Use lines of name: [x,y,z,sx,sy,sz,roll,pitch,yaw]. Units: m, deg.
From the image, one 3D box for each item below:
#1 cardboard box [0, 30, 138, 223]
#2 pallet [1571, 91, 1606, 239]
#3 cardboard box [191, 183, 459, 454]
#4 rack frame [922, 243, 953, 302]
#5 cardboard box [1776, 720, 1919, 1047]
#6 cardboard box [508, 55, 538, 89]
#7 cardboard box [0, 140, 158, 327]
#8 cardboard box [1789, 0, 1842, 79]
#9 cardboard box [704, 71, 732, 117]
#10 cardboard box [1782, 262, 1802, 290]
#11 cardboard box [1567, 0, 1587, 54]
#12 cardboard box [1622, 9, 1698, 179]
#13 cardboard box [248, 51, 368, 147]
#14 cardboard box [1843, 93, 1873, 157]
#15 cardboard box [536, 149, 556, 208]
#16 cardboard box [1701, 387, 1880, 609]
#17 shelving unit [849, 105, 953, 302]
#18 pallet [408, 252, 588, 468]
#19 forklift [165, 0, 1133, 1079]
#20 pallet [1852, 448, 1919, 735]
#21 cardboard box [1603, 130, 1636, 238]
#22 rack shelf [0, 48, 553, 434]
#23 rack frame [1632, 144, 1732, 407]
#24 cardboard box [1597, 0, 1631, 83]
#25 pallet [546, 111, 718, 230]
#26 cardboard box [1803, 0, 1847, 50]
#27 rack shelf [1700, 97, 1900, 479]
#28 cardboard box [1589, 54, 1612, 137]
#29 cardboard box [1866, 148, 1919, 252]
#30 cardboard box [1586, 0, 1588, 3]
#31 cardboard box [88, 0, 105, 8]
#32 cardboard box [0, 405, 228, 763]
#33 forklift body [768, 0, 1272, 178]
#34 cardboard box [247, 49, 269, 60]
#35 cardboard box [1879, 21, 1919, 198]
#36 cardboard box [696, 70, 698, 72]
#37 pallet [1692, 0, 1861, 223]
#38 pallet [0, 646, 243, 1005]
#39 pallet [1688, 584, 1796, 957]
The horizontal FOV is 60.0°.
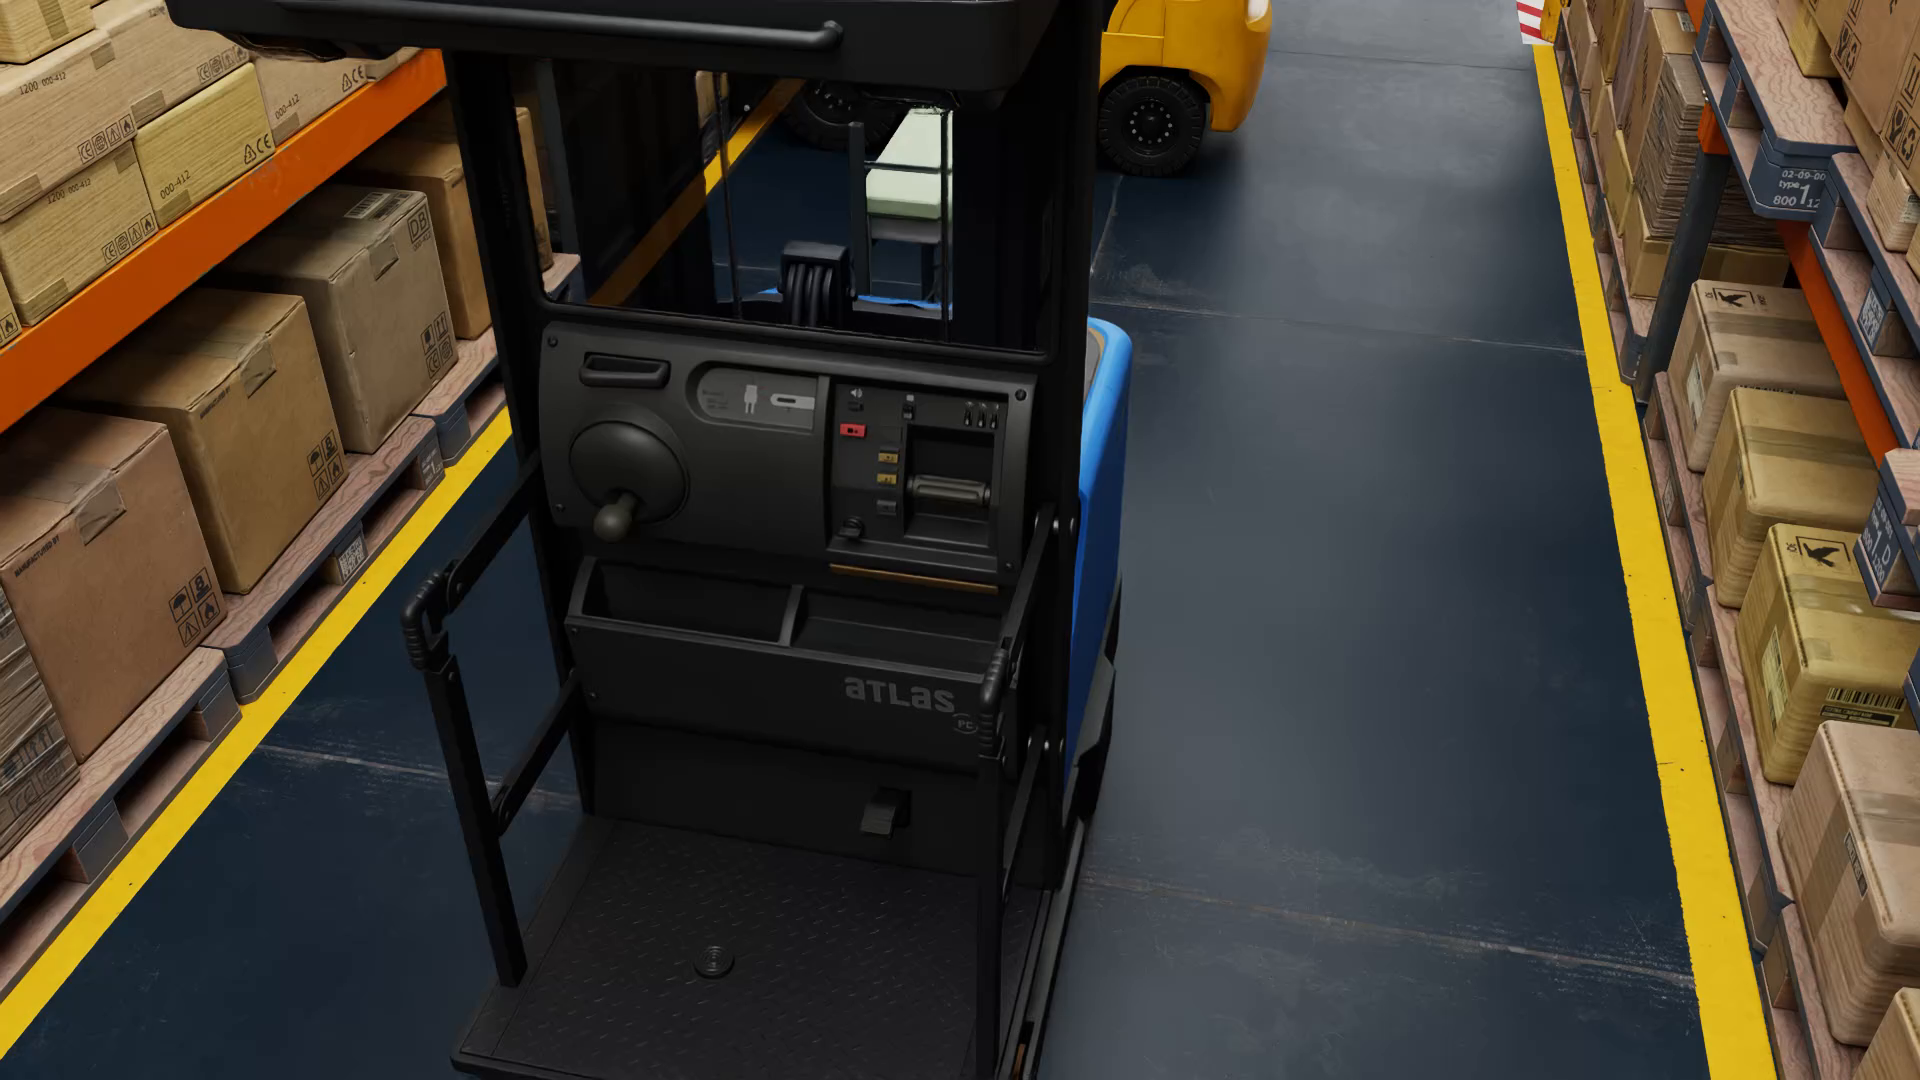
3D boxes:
cardboard box: [-2.229,-0.943,3.697,0.500,0.250,0.500,6,36,9]
pallet: [3.272,-1.628,7.317,1.003,0.211,1.213,7,37,10]
cardboard box: [-2.219,-0.750,5.395,0.875,0.625,0.625,7,37,9]
rack frame: [0.080,-0.821,5.105,0.400,1.500,0.023,7,37,10]
cardboard box: [2.330,0.774,3.507,0.950,0.372,0.625,7,36,9]
cardboard box: [-1.536,-1.986,6.567,0.500,0.250,0.500,7,36,9]
cardboard box: [-2.251,-0.740,3.843,0.500,0.250,0.500,6,36,8]
cardboard box: [2.416,-1.315,4.365,0.380,0.149,0.250,8,37,11]
cardboard box: [-1.331,-2.168,7.671,0.500,0.250,0.500,8,37,11]
cardboard box: [3.294,-1.027,6.097,0.500,0.250,0.500,6,36,8]
cardboard box: [3.316,-2.588,8.251,0.500,0.250,0.500,7,37,10]
cardboard box: [2.876,-1.691,6.374,0.500,0.500,0.500,8,37,11]
cardboard box: [-2.036,-1.334,4.663,0.500,0.250,0.500,8,37,10]
cardboard box: [2.334,-1.001,3.931,0.380,0.149,0.250,8,37,11]
cardboard box: [-1.519,-1.579,6.858,0.500,0.250,0.500,8,37,10]
cardboard box: [2.645,-0.059,4.656,0.950,0.372,0.625,10,37,13]
shelving unit: [0.002,-0.611,4.816,0.431,1.500,0.755,7,37,10]
pallet: [-2.065,-0.730,6.077,1.003,0.211,1.213,7,37,10]
forklift: [-0.373,-0.090,2.877,1.130,2.935,3.031,7,37,10]
pallet: [2.098,0.283,2.467,1.213,0.211,1.003,7,37,10]
cardboard box: [2.872,-1.402,6.614,0.500,0.250,0.500,6,36,9]
rack shelf: [-2.373,-0.848,4.478,1.077,0.370,4.000,7,37,10]
rack frame: [2.904,-1.666,4.993,1.000,3.000,0.127,7,37,10]
cardboard box: [3.089,-2.292,7.202,0.500,0.500,0.500,8,37,11]
pallet: [-1.735,-1.608,7.289,1.003,0.211,1.213,7,37,10]
cardboard box: [2.418,-1.477,4.036,0.500,0.500,0.500,7,37,10]
rack shelf: [2.477,-0.228,3.622,1.077,0.370,4.000,7,37,10]
cardboard box: [3.096,-1.982,7.414,0.500,0.250,0.500,10,37,13]
cardboard box: [2.172,-0.714,3.535,0.380,0.149,0.250,9,37,12]
cardboard box: [3.312,-2.878,8.012,0.500,0.500,0.500,6,36,8]
cardboard box: [-2.217,-1.345,3.911,0.380,0.149,0.250,7,37,10]
cardboard box: [-2.521,0.067,4.267,0.875,0.625,0.625,8,37,11]
forklift body: [0.286,-2.920,7.446,2.313,2.155,1.214,7,37,10]
cardboard box: [-2.018,-1.526,4.502,0.500,0.250,0.500,8,37,11]
cardboard box: [2.200,-0.900,3.239,0.500,0.500,0.500,6,36,8]
cardboard box: [-1.435,-2.073,7.114,0.500,0.250,0.500,7,37,10]
pallet: [2.599,-1.169,4.470,1.003,0.211,1.213,7,37,10]
pallet: [-2.586,0.669,4.147,1.003,0.211,1.213,7,37,10]
pallet: [2.481,0.611,4.227,1.003,0.211,1.213,7,37,10]
